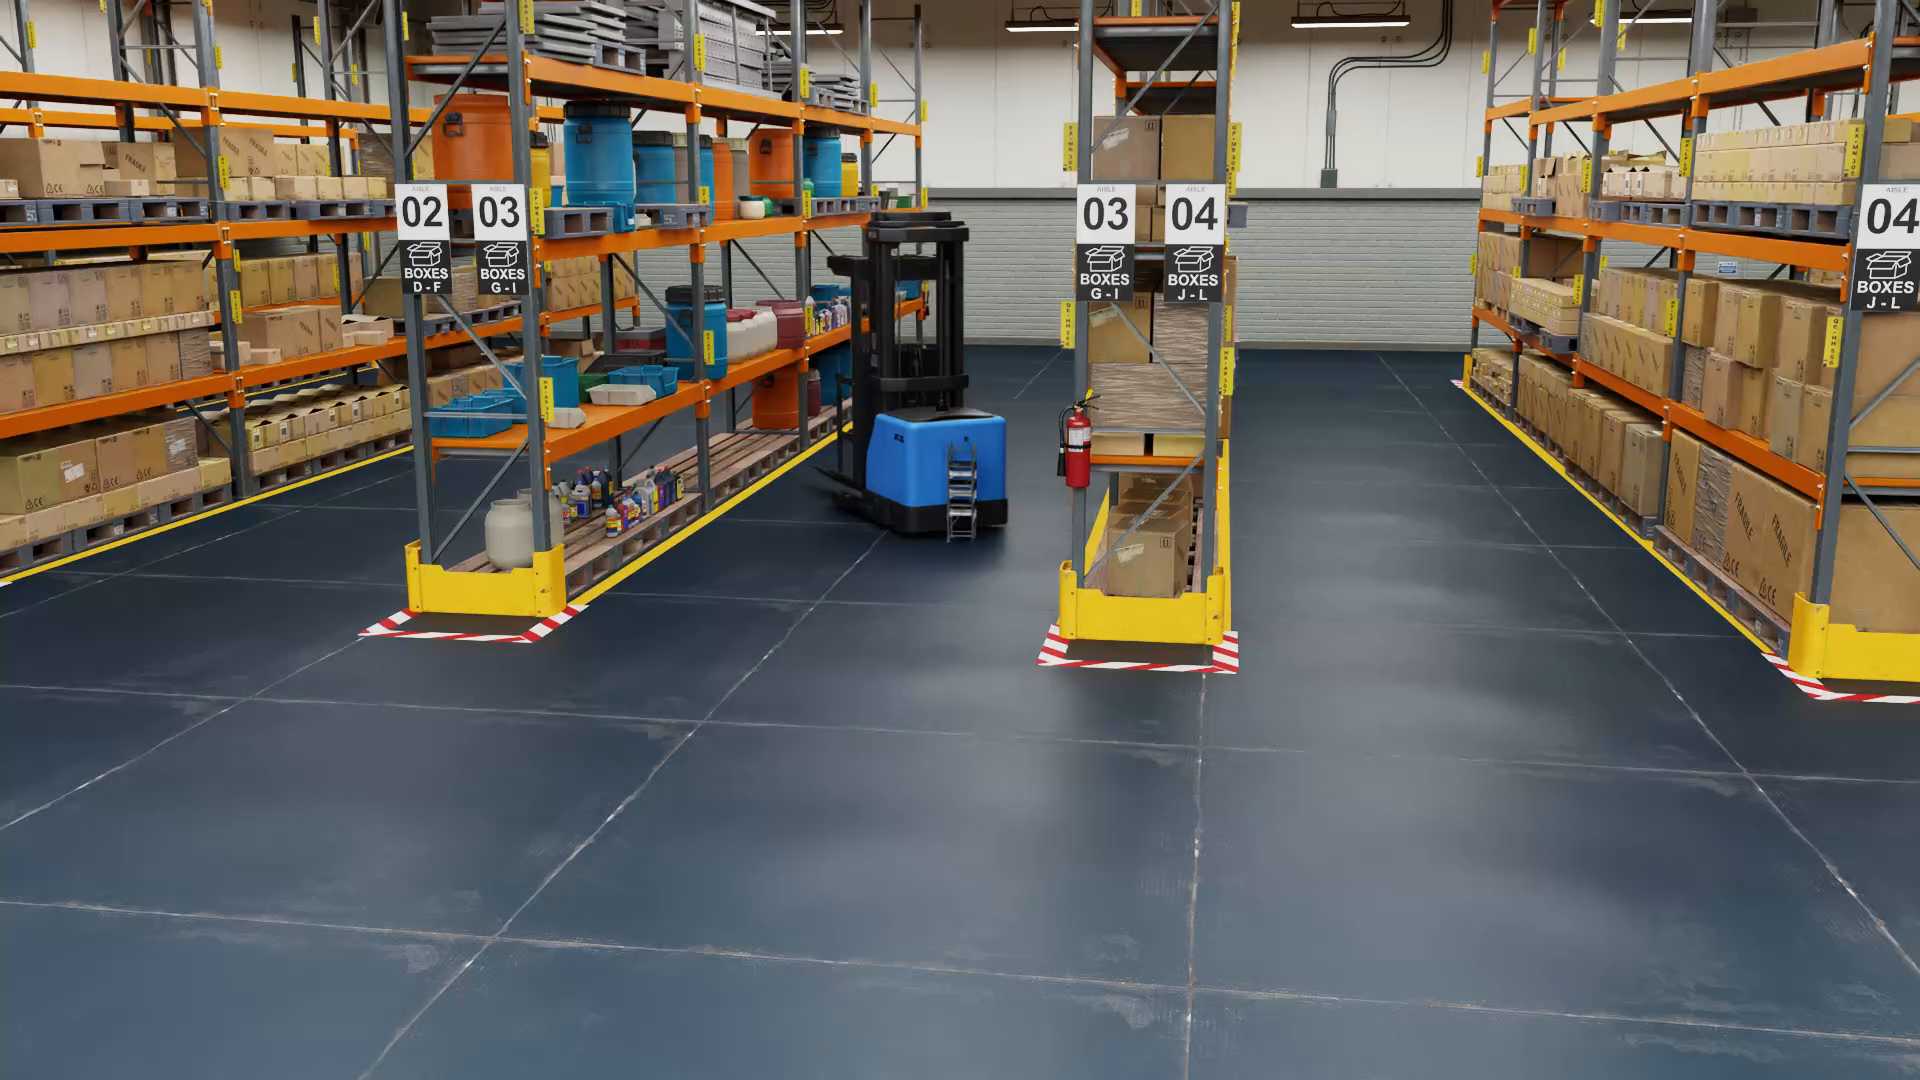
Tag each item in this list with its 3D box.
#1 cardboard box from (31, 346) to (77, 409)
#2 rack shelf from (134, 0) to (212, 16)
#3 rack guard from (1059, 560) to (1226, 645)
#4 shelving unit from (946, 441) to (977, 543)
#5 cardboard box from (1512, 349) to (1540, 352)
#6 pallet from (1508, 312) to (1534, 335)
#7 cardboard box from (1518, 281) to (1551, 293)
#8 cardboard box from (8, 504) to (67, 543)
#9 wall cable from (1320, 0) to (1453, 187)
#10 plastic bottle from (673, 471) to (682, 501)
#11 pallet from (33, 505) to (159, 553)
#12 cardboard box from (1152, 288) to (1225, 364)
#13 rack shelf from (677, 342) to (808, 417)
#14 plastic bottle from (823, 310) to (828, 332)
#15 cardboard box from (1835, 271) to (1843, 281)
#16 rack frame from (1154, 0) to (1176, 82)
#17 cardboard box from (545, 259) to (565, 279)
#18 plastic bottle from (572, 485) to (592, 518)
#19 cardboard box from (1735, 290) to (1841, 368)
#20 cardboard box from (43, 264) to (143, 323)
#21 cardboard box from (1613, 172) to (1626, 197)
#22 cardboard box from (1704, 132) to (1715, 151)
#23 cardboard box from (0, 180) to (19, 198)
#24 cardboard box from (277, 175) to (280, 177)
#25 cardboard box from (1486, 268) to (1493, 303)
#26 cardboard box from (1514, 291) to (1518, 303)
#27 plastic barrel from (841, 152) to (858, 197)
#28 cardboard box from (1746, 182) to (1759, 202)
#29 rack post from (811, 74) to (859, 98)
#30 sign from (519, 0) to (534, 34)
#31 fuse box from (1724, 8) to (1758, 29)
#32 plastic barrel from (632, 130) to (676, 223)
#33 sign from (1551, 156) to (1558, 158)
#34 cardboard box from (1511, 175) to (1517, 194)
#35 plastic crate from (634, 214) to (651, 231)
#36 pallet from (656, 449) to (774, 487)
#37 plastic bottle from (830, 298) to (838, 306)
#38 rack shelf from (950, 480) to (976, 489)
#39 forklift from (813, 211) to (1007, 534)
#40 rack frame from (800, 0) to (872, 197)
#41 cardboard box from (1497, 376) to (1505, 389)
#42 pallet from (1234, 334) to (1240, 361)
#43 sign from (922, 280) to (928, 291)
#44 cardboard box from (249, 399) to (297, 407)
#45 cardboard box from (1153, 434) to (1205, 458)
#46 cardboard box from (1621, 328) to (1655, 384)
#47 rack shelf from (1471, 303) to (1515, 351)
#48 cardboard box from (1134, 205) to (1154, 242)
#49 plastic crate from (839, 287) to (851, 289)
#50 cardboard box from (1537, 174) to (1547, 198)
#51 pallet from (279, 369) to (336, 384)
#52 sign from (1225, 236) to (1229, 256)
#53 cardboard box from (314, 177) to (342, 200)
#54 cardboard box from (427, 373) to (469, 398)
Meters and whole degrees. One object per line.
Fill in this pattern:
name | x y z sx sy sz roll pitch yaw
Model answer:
cardboard box | -8.246 -1.439 14.569 0.700 0.500 0.500 2 12 9
rack shelf | -11.845 -7.528 22.638 1.077 0.370 4.000 2 12 9
rack guard | 1.311 0.447 11.988 1.175 0.500 0.348 2 12 9
shelving unit | 0.017 -0.437 15.143 0.258 0.900 0.210 1 12 6
cardboard box | 8.815 -2.892 25.906 0.380 0.149 0.250 2 12 9
pallet | 7.769 -2.827 21.703 1.003 0.211 1.213 2 12 9
cardboard box | 7.437 -3.270 21.489 0.380 0.149 0.250 2 12 9
cardboard box | -8.113 -0.150 14.357 0.500 0.250 0.500 2 12 9
wall cable | 8.036 -9.660 31.078 2.277 5.999 0.120 2 12 9
plastic bottle | -2.727 -0.528 15.985 0.061 0.283 0.133 3 12 11
pallet | -8.222 -0.131 15.358 1.003 0.211 1.213 2 12 9
cardboard box | 1.654 -1.548 11.994 0.500 0.500 0.500 2 12 9
rack shelf | -2.671 -1.817 18.267 1.077 0.370 4.000 2 12 9
plastic bottle | -1.755 -2.846 21.614 0.061 0.283 0.133 2 12 9
cardboard box | 13.053 -4.000 24.081 0.500 0.500 0.500 2 12 8
rack frame | 3.145 -6.189 22.610 1.000 3.000 0.127 2 12 9
cardboard box | -6.292 -4.205 25.032 0.500 0.500 0.500 2 12 10
plastic bottle | -3.457 -0.354 15.192 0.152 0.276 0.135 2 12 9
cardboard box | 6.447 -1.598 12.628 0.875 0.550 0.500 2 12 9
cardboard box | -8.089 -2.294 15.459 0.700 0.500 0.500 2 12 9
cardboard box | 7.010 -3.642 17.030 0.500 0.250 0.500 2 12 10
cardboard box | 6.370 -3.279 13.696 0.380 0.149 0.250 2 12 8
cardboard box | -8.133 -2.937 13.905 0.380 0.149 0.250 2 12 9
cardboard box | -11.079 -5.626 26.239 0.500 0.250 0.500 2 12 7
cardboard box | 8.159 -3.804 24.836 0.500 0.500 0.500 2 12 9
cardboard box | 7.478 -3.182 21.788 0.380 0.149 0.250 2 12 8
plastic barrel | -1.689 -4.984 22.695 0.600 0.588 0.600 0 12 0
cardboard box | 6.175 -2.626 12.557 0.380 0.149 0.250 2 12 9
rack post | -1.909 -6.139 22.554 0.937 0.300 0.954 2 12 8
sign | -3.051 -3.731 11.699 0.100 0.325 0.005 2 12 9
fuse box | 14.143 -9.442 30.109 0.513 0.334 0.176 2 12 9
plastic barrel | -3.115 -3.576 16.414 0.600 0.901 0.708 2 12 9
sign | 9.191 -5.785 25.750 0.100 0.325 0.005 2 12 9
cardboard box | 7.942 -4.925 23.031 0.500 0.250 0.500 1 12 6
plastic crate | -2.826 -2.742 14.360 0.243 0.136 0.396 2 12 9
pallet | -2.711 -0.808 18.499 1.003 0.211 1.213 2 12 9
plastic bottle | -1.738 -3.157 22.898 0.144 0.351 0.185 2 12 9
rack shelf | 0.017 -0.493 15.131 0.258 0.077 0.200 1 12 6
forklift | -0.639 -1.757 16.444 1.130 2.935 3.031 -6 13 -25
rack frame | -1.749 -6.350 23.355 1.000 3.000 0.127 2 12 9
cardboard box | 7.818 -2.221 23.500 0.380 0.149 0.250 1 12 7
pallet | 2.526 -2.179 18.694 1.213 0.211 1.003 2 12 9
sign | -0.587 -4.315 27.766 0.100 0.325 0.005 2 12 9
cardboard box | -7.860 -1.459 19.098 0.500 0.311 0.500 2 12 8
cardboard box | 1.579 -0.688 11.917 0.380 0.149 0.250 2 12 9
cardboard box | 6.772 -1.786 16.181 0.500 0.500 0.500 2 12 9
rack shelf | 8.338 -3.140 24.406 1.077 0.370 4.000 2 12 9
cardboard box | 1.123 -2.260 11.855 0.500 0.250 0.500 2 12 10
plastic crate | -1.699 -3.883 26.401 0.416 0.233 0.300 2 12 9
cardboard box | 7.688 -4.527 21.229 0.500 0.311 0.500 2 12 8
pallet | -11.158 -2.786 27.675 1.003 0.211 1.213 2 12 9
sign | 4.295 -4.751 26.864 0.100 0.325 0.005 2 12 9
cardboard box | -7.434 -4.019 19.020 0.500 0.250 0.500 2 12 8
cardboard box | -6.830 -1.934 21.992 0.500 0.500 0.500 1 12 7
